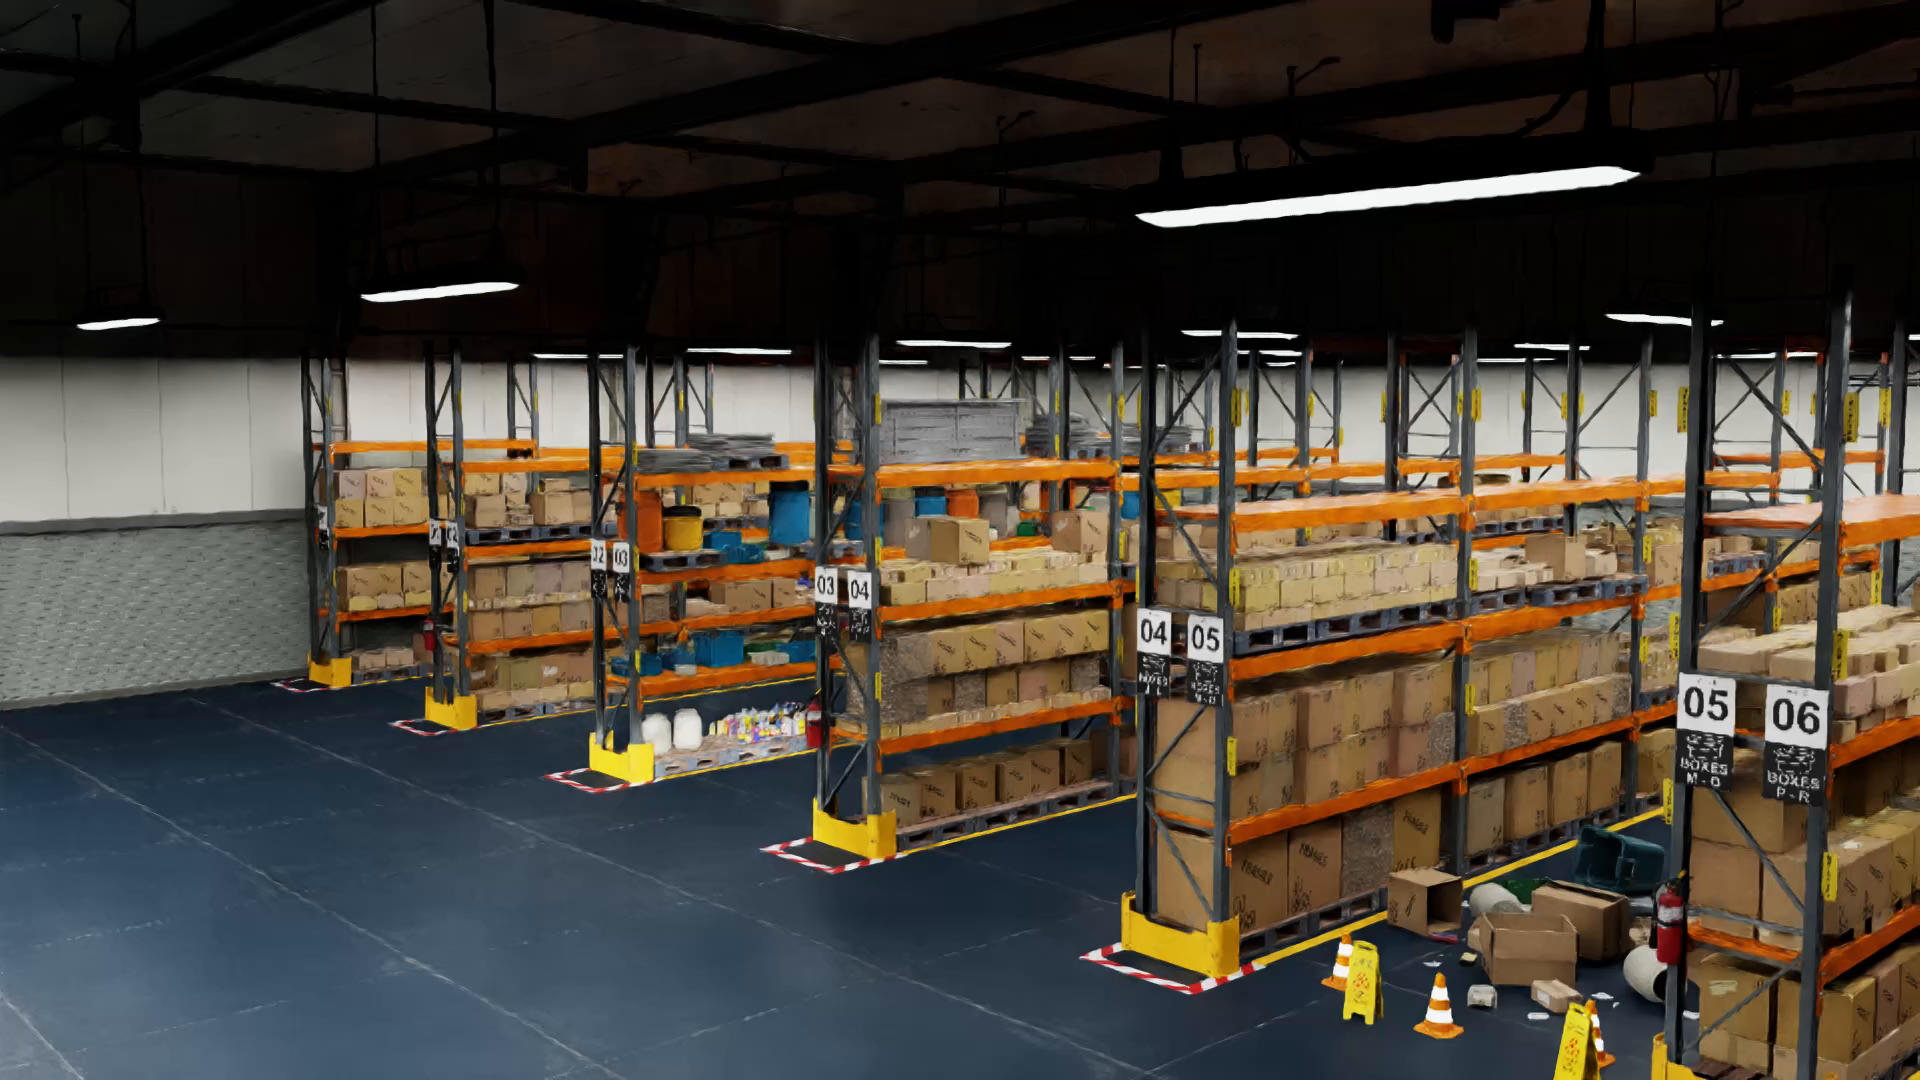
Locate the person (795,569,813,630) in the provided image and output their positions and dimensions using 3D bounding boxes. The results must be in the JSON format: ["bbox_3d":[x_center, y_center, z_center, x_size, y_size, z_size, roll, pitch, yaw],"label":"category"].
[{"bbox_3d":[-3.138,1.338,33.979,0.426,1.662,0.498,2,5,19],"label":"person"}]

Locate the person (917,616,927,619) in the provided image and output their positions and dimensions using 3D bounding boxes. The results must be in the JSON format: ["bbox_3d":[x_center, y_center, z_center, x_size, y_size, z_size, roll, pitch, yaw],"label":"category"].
[{"bbox_3d":[-0.506,1.654,30.956,0.769,1.594,0.572,-4,6,-37],"label":"person"}]
